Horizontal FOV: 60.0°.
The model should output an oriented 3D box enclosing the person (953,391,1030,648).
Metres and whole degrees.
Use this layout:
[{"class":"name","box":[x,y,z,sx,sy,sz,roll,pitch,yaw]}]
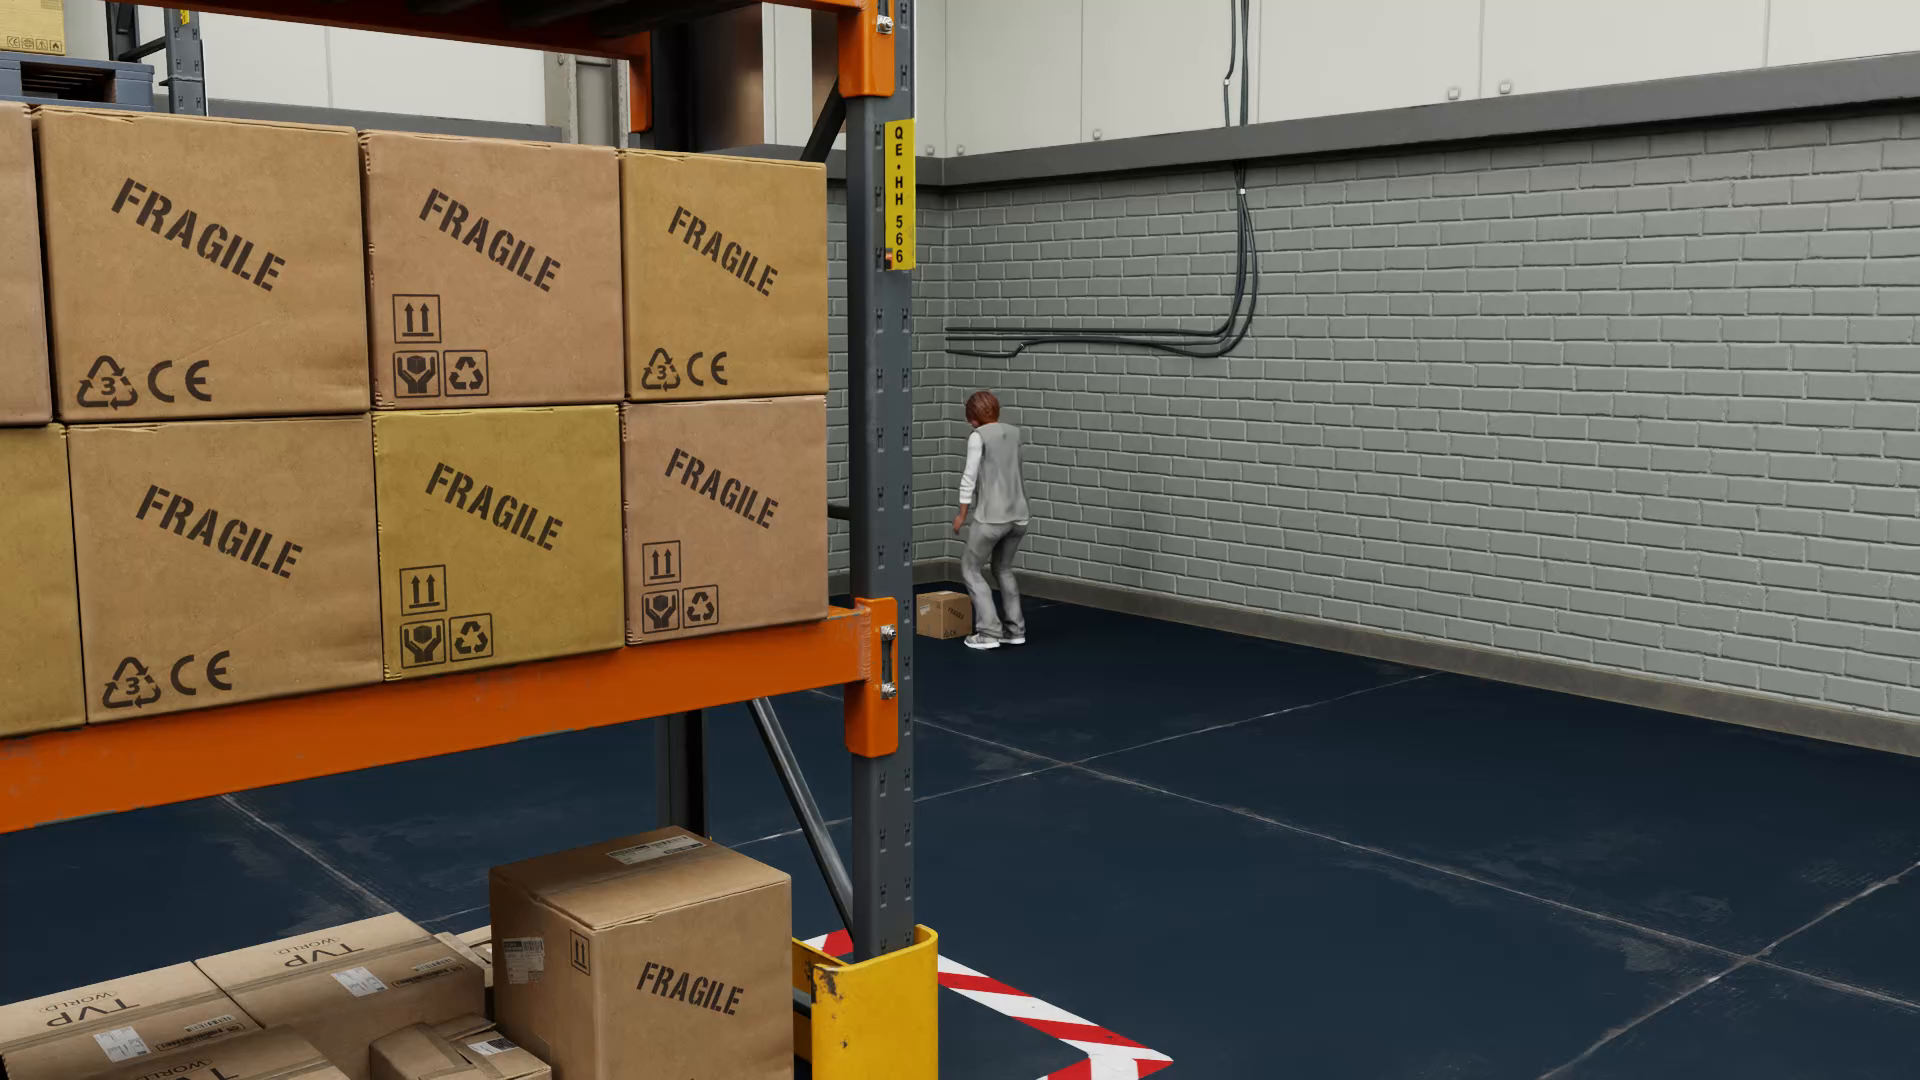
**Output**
[{"class":"person","box":[0.192,-0.116,9.958,0.433,1.538,0.417,-6,10,-39]}]
